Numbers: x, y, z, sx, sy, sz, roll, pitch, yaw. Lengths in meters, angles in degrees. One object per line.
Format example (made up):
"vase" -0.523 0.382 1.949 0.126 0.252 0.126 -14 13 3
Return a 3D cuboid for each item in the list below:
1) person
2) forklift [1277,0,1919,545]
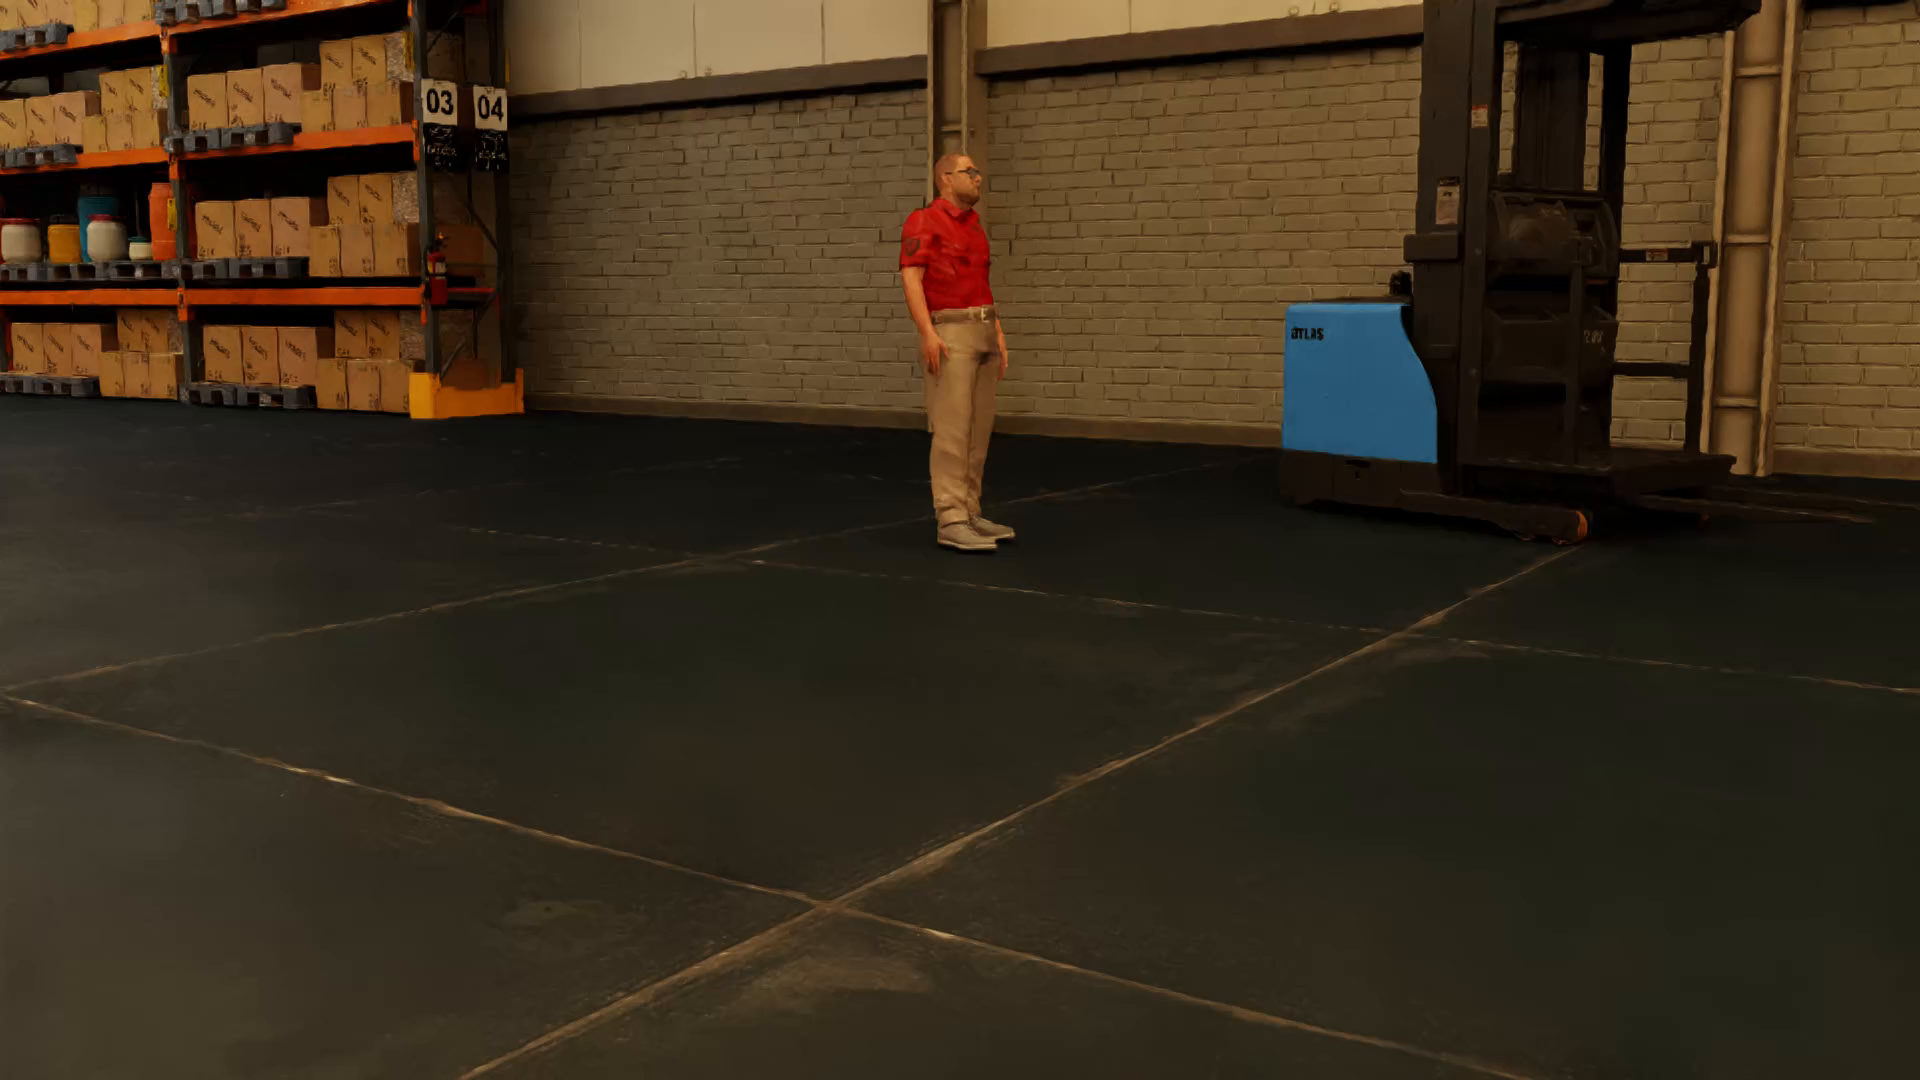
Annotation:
"person" 0.068 -0.855 7.421 0.550 1.727 0.640 5 10 34
"forklift" 2.961 -1.503 7.765 1.130 2.935 3.031 -6 10 -36
